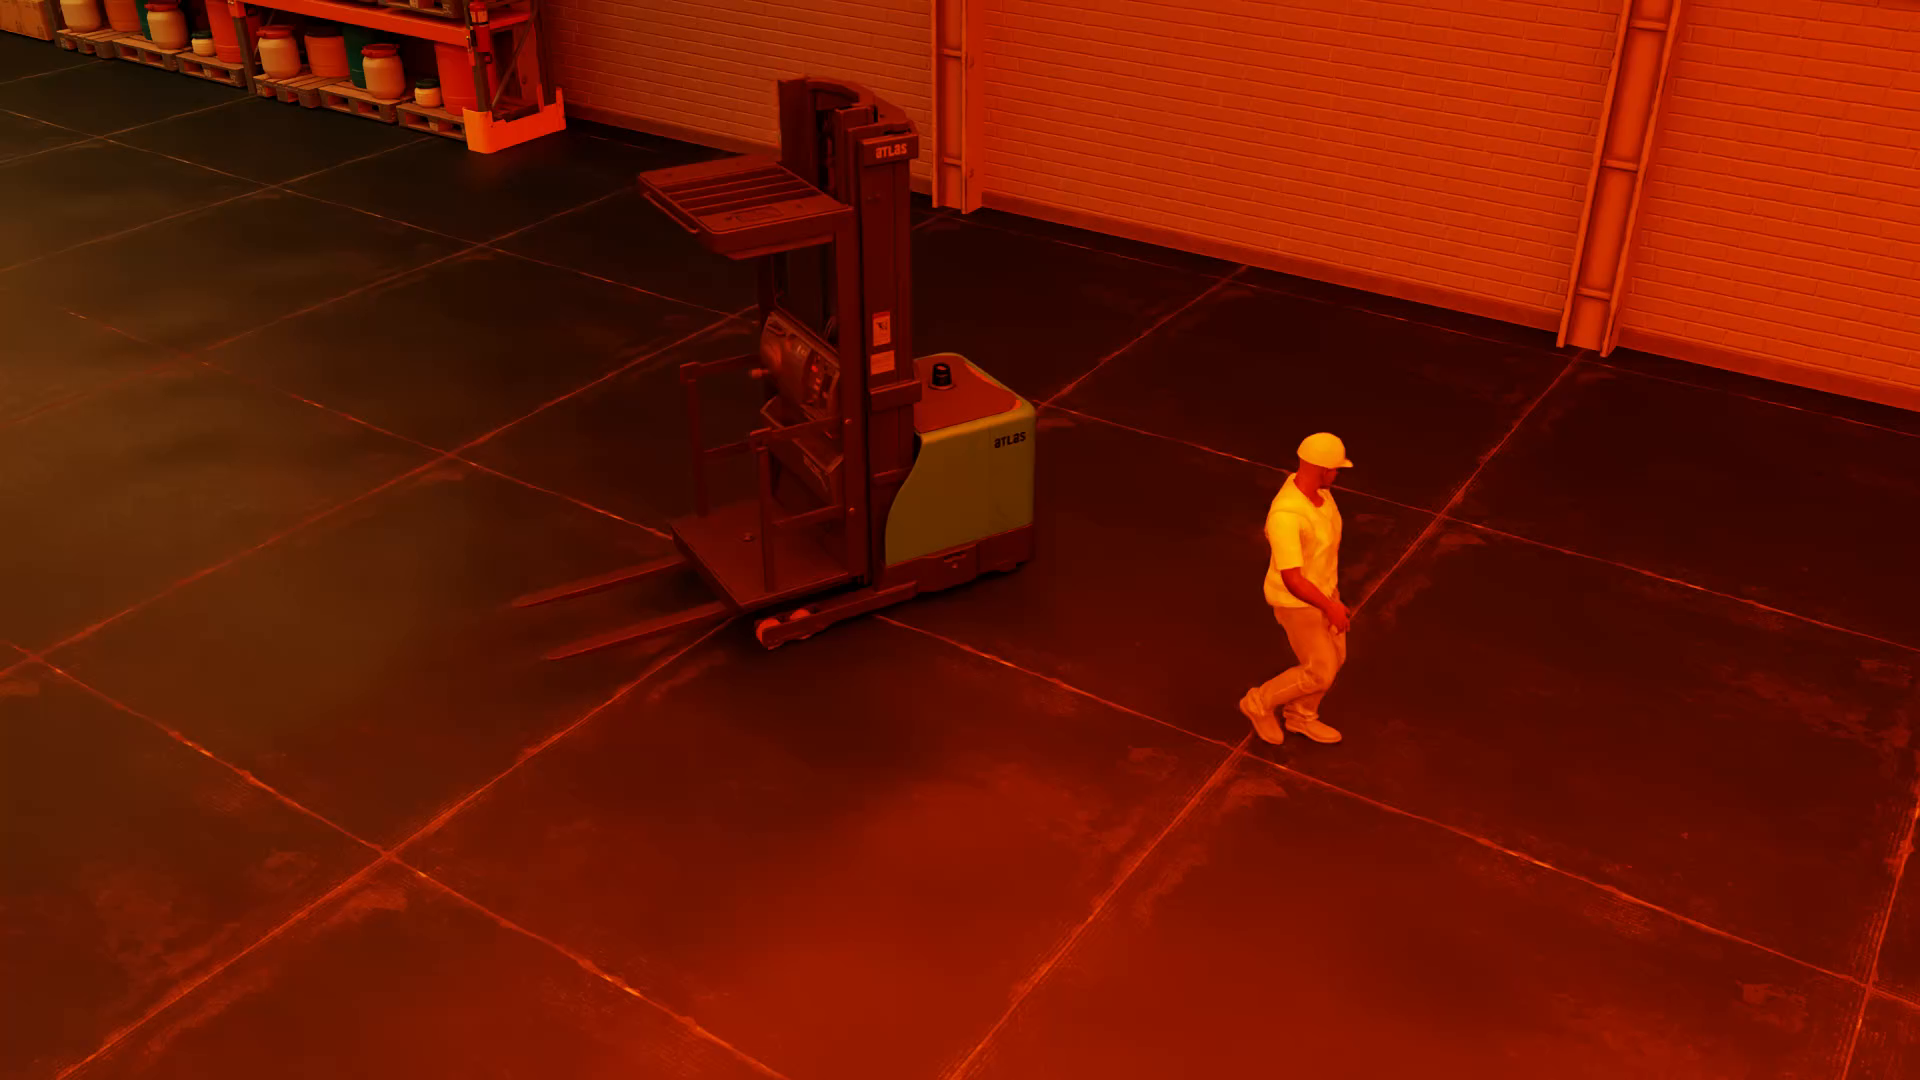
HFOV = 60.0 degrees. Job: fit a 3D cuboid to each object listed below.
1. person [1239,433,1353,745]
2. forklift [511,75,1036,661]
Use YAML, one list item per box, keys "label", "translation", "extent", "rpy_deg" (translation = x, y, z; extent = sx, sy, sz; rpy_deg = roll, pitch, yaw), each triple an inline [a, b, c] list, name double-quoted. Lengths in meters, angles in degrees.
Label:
- label: "person"
  translation: [1.780, 0.249, 8.357]
  extent: [0.527, 1.724, 0.788]
  rpy_deg: [18, 35, 29]
- label: "forklift"
  translation: [-1.075, -0.955, 9.226]
  extent: [3.031, 2.935, 1.130]
  rpy_deg: [-16, 34, -26]
